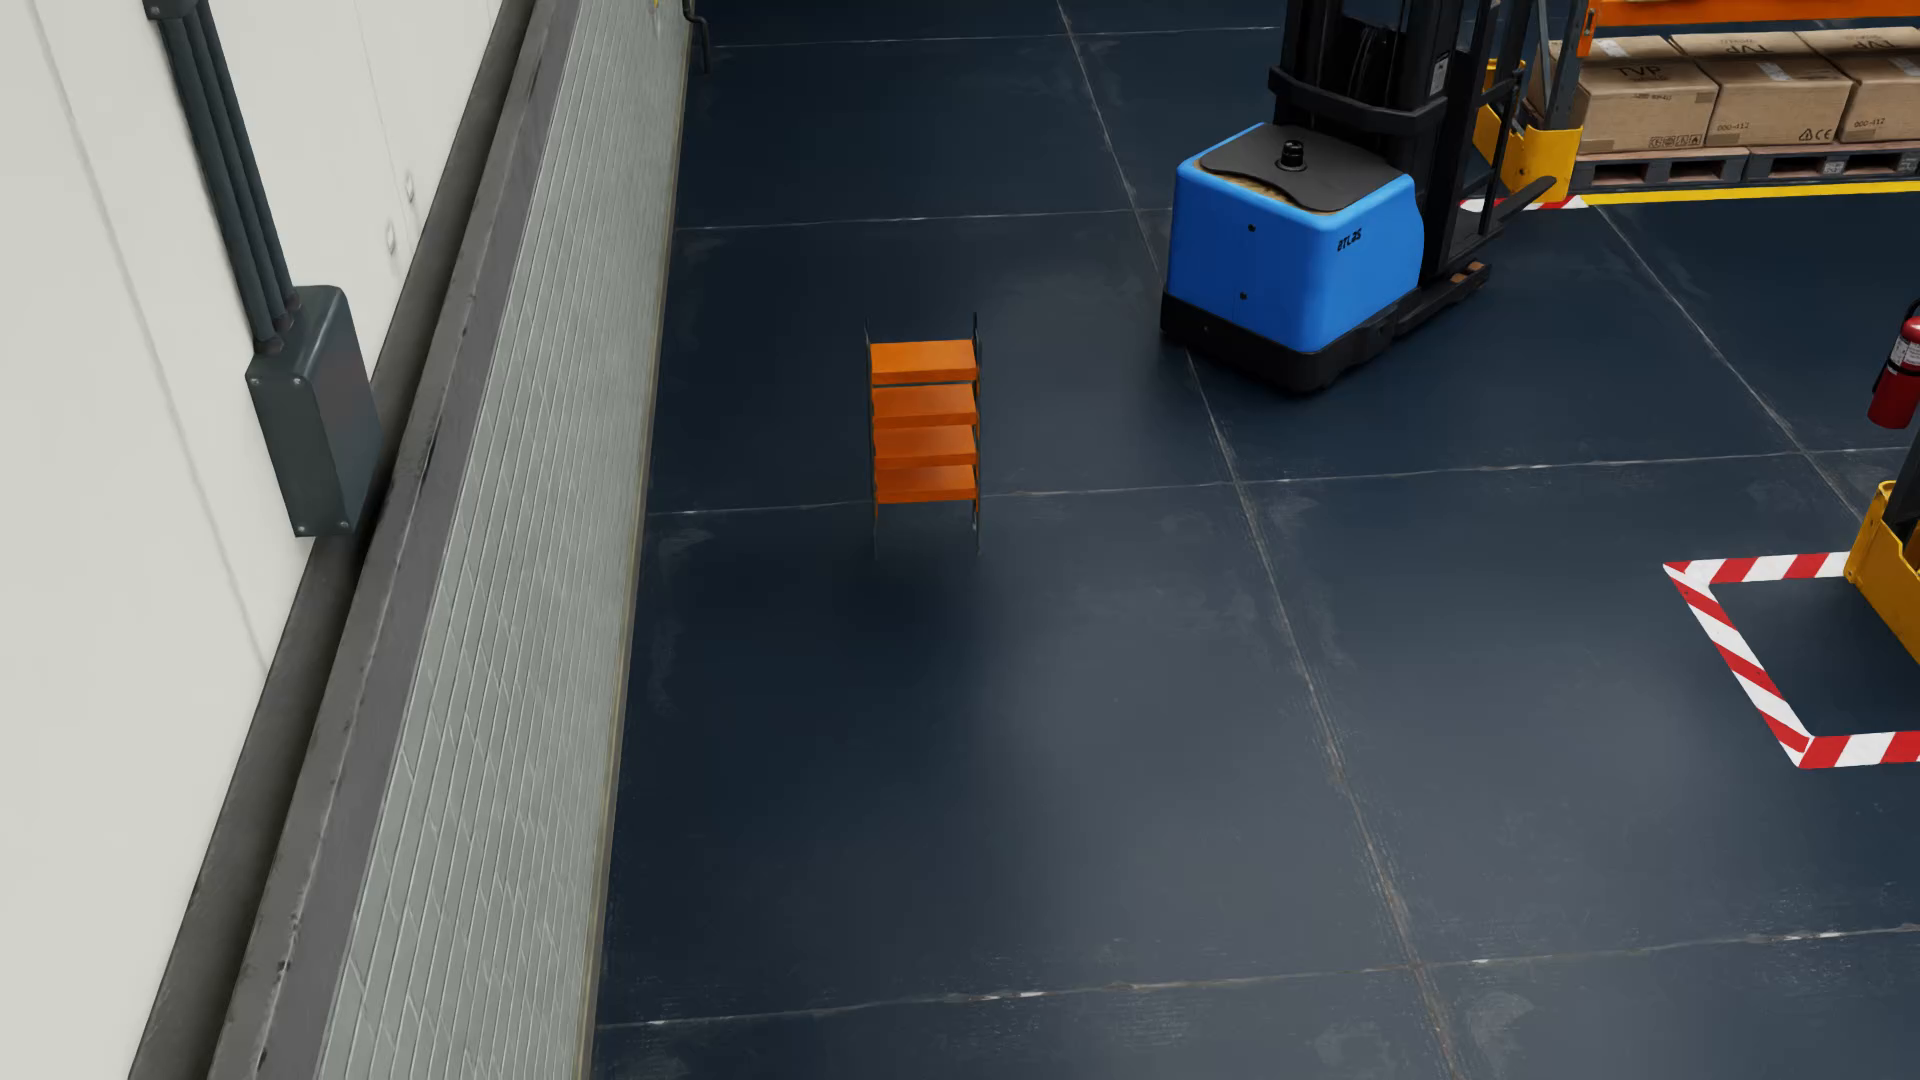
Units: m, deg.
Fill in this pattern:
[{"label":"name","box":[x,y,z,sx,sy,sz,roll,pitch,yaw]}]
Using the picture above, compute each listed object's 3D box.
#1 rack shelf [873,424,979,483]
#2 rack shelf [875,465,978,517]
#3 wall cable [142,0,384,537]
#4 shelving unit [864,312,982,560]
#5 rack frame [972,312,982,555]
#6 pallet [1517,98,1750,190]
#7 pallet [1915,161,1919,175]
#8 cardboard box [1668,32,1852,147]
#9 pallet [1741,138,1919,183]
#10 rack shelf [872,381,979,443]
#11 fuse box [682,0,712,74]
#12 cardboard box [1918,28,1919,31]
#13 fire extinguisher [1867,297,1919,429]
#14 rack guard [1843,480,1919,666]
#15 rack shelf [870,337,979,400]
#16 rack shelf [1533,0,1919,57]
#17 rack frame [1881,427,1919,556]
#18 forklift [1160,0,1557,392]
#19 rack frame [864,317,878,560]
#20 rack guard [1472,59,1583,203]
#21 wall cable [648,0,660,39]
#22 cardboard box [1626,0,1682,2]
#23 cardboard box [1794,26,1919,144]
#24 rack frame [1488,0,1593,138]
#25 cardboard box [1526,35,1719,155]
[{"label":"rack shelf","box":[-0.165,-0.409,7.730,0.480,0.148,0.258,-3,38,-4]},{"label":"rack shelf","box":[-0.165,-0.253,7.853,0.480,0.148,0.258,-3,38,-4]},{"label":"wall cable","box":[-1.277,-3.064,2.093,0.120,5.999,2.277,-3,38,-4]},{"label":"shelving unit","box":[-0.165,-0.462,7.689,0.503,1.200,0.258,-3,38,-4]},{"label":"rack frame","box":[0.078,-0.475,7.706,0.015,1.200,0.240,-3,38,-4]},{"label":"pallet","box":[4.572,-2.741,11.376,1.213,0.211,1.003,-3,38,-4]},{"label":"pallet","box":[7.002,-2.875,11.545,1.213,0.211,1.003,-3,38,-4]},{"label":"cardboard box","box":[5.342,-3.056,11.253,0.875,0.438,0.875,-2,38,-3]},{"label":"pallet","box":[5.784,-2.806,11.458,1.213,0.211,1.003,-3,38,-4]},{"label":"rack shelf","box":[-0.165,-0.585,7.592,0.480,0.148,0.258,-3,38,-4]},{"label":"fuse box","box":[-1.873,-4.218,12.037,0.414,1.711,0.539,-3,38,-4]},{"label":"cardboard box","box":[7.132,-3.154,11.377,0.875,0.438,0.875,-4,38,-5]},{"label":"fire extinguisher","box":[4.030,-0.789,7.014,0.183,0.674,0.296,-3,38,-4]},{"label":"rack guard","box":[4.397,0.282,7.311,0.348,0.500,1.175,-3,38,-4]},{"label":"rack shelf","box":[-0.165,-0.770,7.445,0.480,0.148,0.258,-3,38,-4]},{"label":"rack shelf","box":[5.775,-3.571,10.757,4.000,0.370,1.077,-3,38,-4]},{"label":"rack frame","box":[4.322,-0.695,6.531,0.127,3.000,1.000,-3,38,-4]},{"label":"forklift","box":[2.531,-2.763,9.207,1.130,2.935,3.031,31,48,33]},{"label":"rack frame","box":[-0.408,-0.449,7.672,0.015,1.200,0.240,-3,38,-4]},{"label":"rack guard","box":[3.759,-2.761,11.168,0.348,0.500,1.175,-3,38,-4]},{"label":"wall cable","box":[-1.832,-3.831,9.660,0.123,1.953,0.585,-3,38,-4]},{"label":"cardboard box","box":[4.286,-3.632,10.173,0.500,0.500,0.500,-3,38,-4]},{"label":"cardboard box","box":[6.240,-3.104,11.314,0.875,0.438,0.875,-4,38,-5]},{"label":"rack frame","box":[3.782,-3.744,10.395,0.127,3.000,1.000,-3,38,-4]},{"label":"cardboard box","box":[4.431,-3.001,11.183,0.875,0.438,0.875,-4,38,-6]}]
